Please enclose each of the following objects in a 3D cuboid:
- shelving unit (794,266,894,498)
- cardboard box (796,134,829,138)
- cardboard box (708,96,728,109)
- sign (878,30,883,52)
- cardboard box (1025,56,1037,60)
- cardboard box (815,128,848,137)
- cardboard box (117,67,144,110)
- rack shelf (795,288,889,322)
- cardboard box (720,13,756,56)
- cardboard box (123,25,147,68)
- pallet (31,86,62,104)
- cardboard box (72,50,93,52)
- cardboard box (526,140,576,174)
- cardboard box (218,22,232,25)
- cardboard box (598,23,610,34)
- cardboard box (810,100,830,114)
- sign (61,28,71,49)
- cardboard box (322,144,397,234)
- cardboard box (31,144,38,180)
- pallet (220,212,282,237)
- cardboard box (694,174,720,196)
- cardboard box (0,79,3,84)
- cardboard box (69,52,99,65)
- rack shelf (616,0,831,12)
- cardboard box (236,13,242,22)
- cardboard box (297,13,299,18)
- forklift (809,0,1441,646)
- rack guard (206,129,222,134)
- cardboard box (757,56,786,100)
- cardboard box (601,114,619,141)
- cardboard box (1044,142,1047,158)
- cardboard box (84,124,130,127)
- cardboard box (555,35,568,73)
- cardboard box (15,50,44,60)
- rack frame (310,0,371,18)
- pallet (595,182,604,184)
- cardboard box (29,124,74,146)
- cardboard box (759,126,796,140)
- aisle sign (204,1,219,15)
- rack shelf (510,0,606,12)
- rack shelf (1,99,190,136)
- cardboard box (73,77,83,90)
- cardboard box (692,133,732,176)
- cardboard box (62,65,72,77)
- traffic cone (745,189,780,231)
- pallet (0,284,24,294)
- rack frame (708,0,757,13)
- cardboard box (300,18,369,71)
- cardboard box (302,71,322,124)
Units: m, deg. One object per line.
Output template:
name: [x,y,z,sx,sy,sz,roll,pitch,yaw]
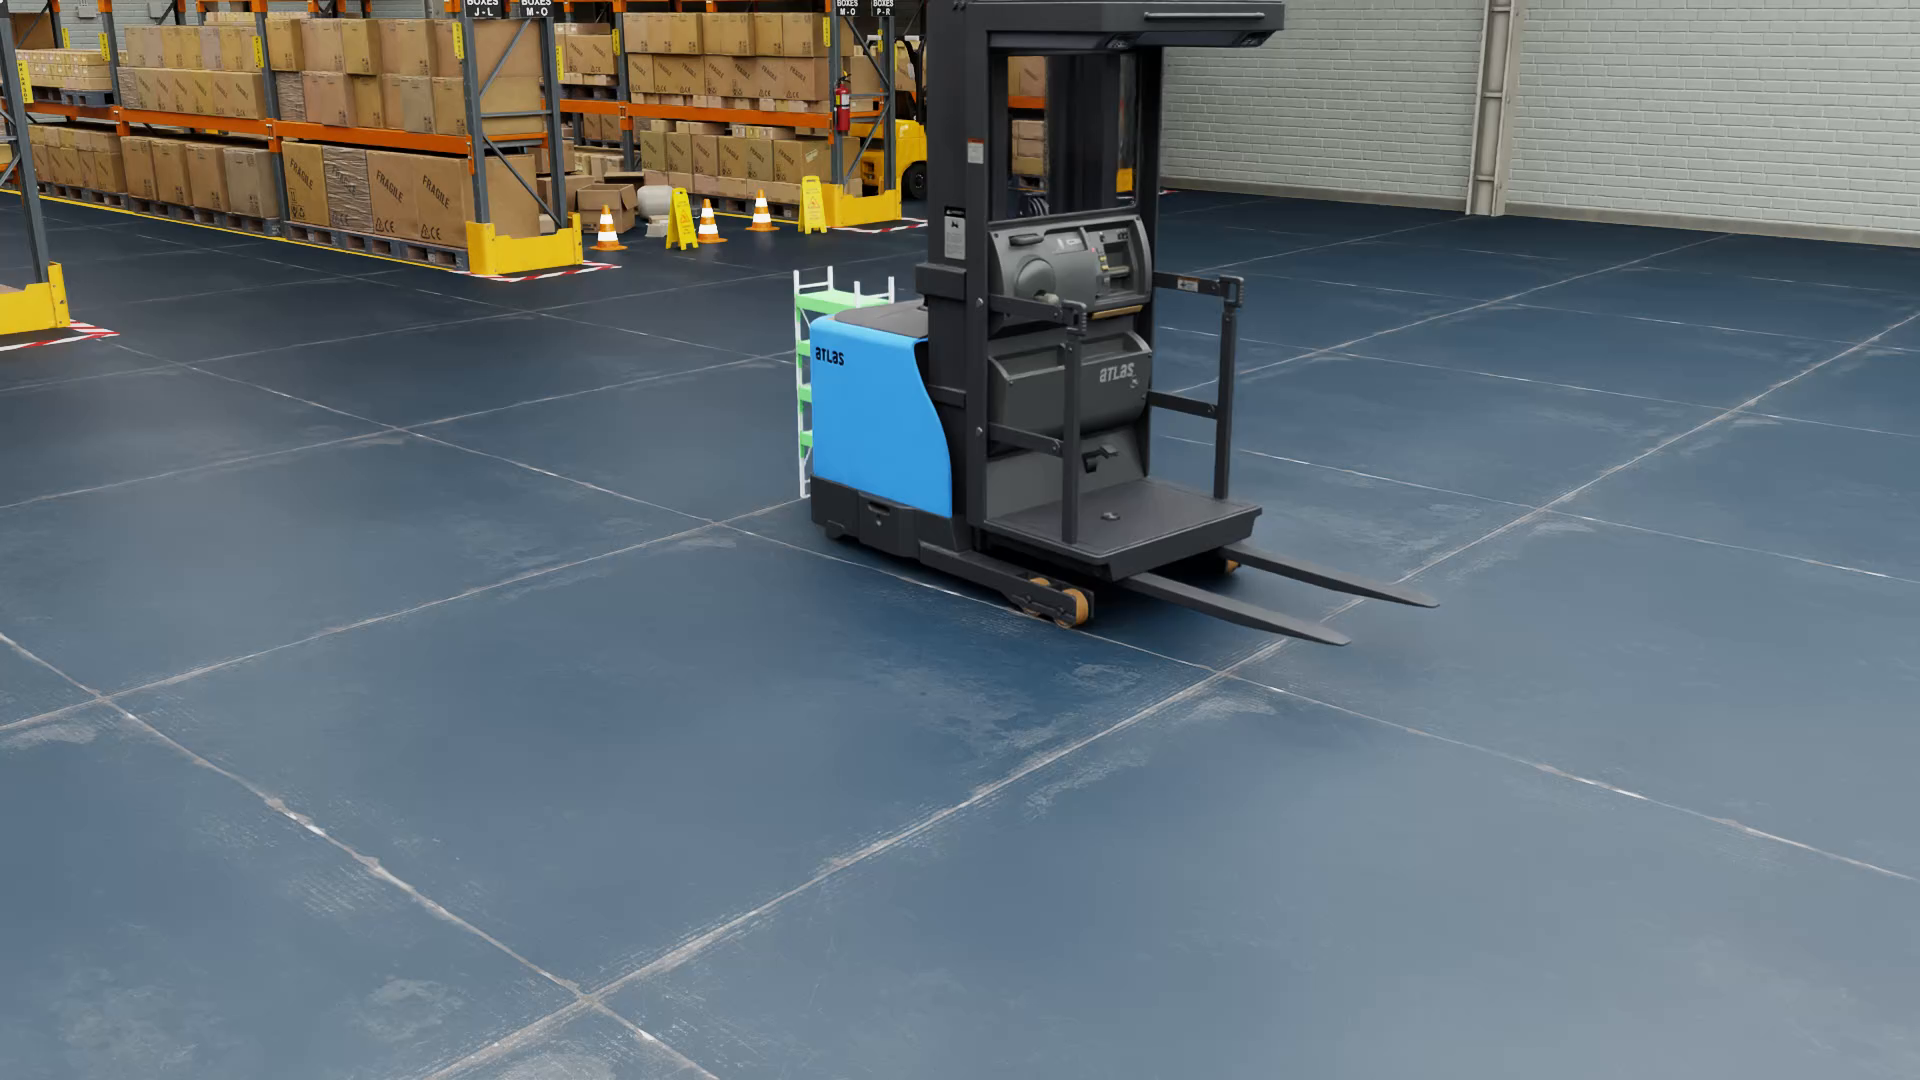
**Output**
shelving unit: [-0.588,-0.765,8.540,0.258,1.200,0.503,-16,23,-40]
cardboard box: [-1.996,-4.899,21.201,0.500,0.500,0.500,14,22,37]
cardboard box: [-2.975,-5.563,21.098,0.250,0.149,0.380,15,23,39]
sign: [-1.217,-7.635,25.428,0.005,0.325,0.100,15,23,39]
cardboard box: [1.141,-6.969,23.873,0.250,0.149,0.380,15,23,39]
cardboard box: [-1.837,-6.574,27.099,0.625,0.625,0.875,15,23,39]
cardboard box: [-10.201,-5.681,20.890,0.500,0.500,0.500,15,23,40]
rack shelf: [-0.588,-1.162,8.414,0.258,0.148,0.480,-16,23,-40]
cardboard box: [-2.514,-6.221,20.444,0.500,0.500,0.700,15,23,39]
cardboard box: [-10.028,-6.217,20.924,0.500,0.500,0.700,15,23,39]
pallet: [-11.865,-6.082,22.633,1.213,0.211,1.003,15,23,39]
cardboard box: [-11.945,-6.654,22.856,0.250,0.149,0.380,14,22,37]
cardboard box: [-5.315,-4.883,21.419,0.500,0.500,0.500,15,23,39]
cardboard box: [-12.570,-8.793,29.040,0.500,0.500,0.500,14,23,38]
cardboard box: [-5.153,-7.190,23.385,0.250,0.149,0.380,17,24,42]
cardboard box: [-1.586,-5.226,20.035,0.250,0.149,0.380,16,24,41]
sign: [-12.984,-7.266,24.135,0.005,0.325,0.100,15,23,39]
cardboard box: [-6.265,-3.847,18.093,0.875,0.875,0.875,15,23,40]
cardboard box: [-12.973,-5.388,23.570,0.500,0.500,0.500,16,24,41]
pallet: [-7.993,-3.791,19.707,1.213,0.211,1.003,15,23,39]
cardboard box: [-3.088,-4.622,21.567,0.500,0.250,0.500,15,23,39]
cardboard box: [-13.149,-6.431,23.138,0.250,0.149,0.380,15,23,40]
cardboard box: [-11.215,-6.195,21.409,0.250,0.149,0.380,15,23,39]
rack shelf: [-2.660,-6.807,20.833,4.000,0.370,1.077,15,23,39]
cardboard box: [-12.247,-9.027,28.705,0.250,0.149,0.380,15,23,40]
cardboard box: [-10.706,-8.629,27.452,0.250,0.149,0.380,16,23,41]
forklift: [0.635,-1.202,7.053,1.130,2.935,3.031,-16,23,-40]
rack guard: [-13.149,-7.345,30.429,0.348,0.500,1.175,15,23,39]
cardboard box: [-2.124,-5.657,20.320,0.500,0.500,0.500,15,23,39]
cardboard box: [-6.230,-7.608,30.564,0.500,0.500,0.500,15,23,39]
cardboard box: [1.557,-5.598,23.816,0.500,0.250,0.500,15,23,39]
cardboard box: [-11.844,-5.653,23.163,0.500,0.250,0.500,14,22,37]
cardboard box: [-5.407,-6.757,23.092,0.500,0.500,0.500,16,24,41]
cardboard box: [-12.580,-6.560,22.562,0.250,0.149,0.380,15,23,39]
rack frame: [-10.139,-7.728,27.505,0.127,3.000,1.000,15,23,39]
pallet: [-4.739,-4.949,23.357,1.213,0.211,1.003,15,23,39]
cardboard box: [-12.572,-5.640,23.122,0.500,0.250,0.500,16,24,41]
cardboard box: [-2.255,-5.035,20.559,0.250,0.149,0.380,16,24,41]
aisle sign: [-13.377,-9.719,29.481,0.004,0.787,0.394,15,23,39]
rack shelf: [-8.343,-10.341,31.966,4.000,0.370,1.077,15,23,39]
rack shelf: [-11.853,-5.844,22.755,4.000,0.370,1.077,15,23,39]
cardboard box: [-11.216,-5.911,21.498,0.250,0.149,0.380,15,23,39]
cardboard box: [-3.099,-4.980,21.457,0.500,0.500,0.500,17,24,42]
cardboard box: [-11.428,-6.109,21.631,0.250,0.149,0.380,16,23,41]
traffic cone: [-2.342,-3.904,19.649,0.334,0.463,0.336,15,23,39]
pallet: [-8.383,-1.934,13.857,1.213,0.211,1.003,15,23,39]
rack frame: [-3.855,-8.049,28.515,0.127,3.000,1.000,15,23,39]
cardboard box: [-6.624,-5.402,18.141,0.550,0.550,0.875,15,23,39]
cardboard box: [-6.655,-4.877,18.271,0.550,0.550,0.875,15,23,39]
